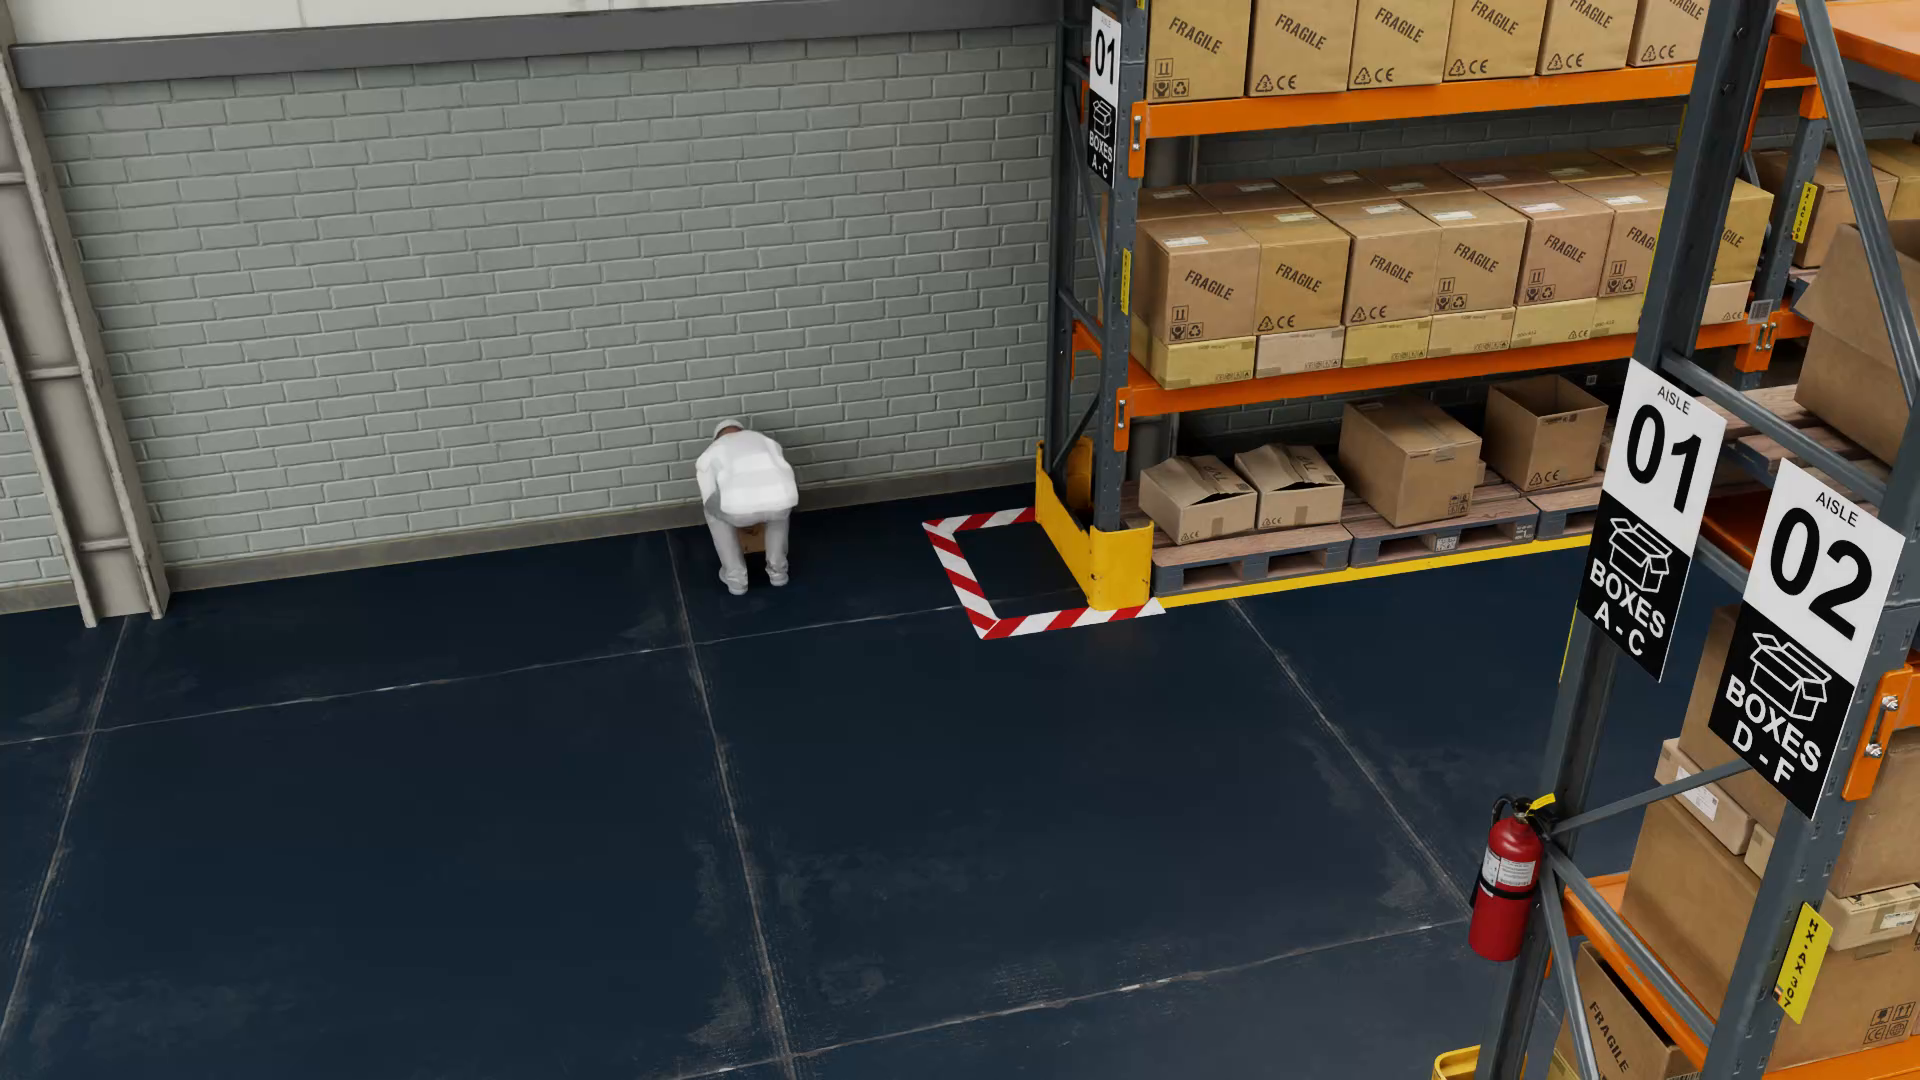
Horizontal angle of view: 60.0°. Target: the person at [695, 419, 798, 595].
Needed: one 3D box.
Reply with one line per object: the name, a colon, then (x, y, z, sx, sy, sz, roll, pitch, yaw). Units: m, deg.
person: (-1.220, -0.208, 9.498, 0.508, 0.876, 0.979, -9, 31, -15)
